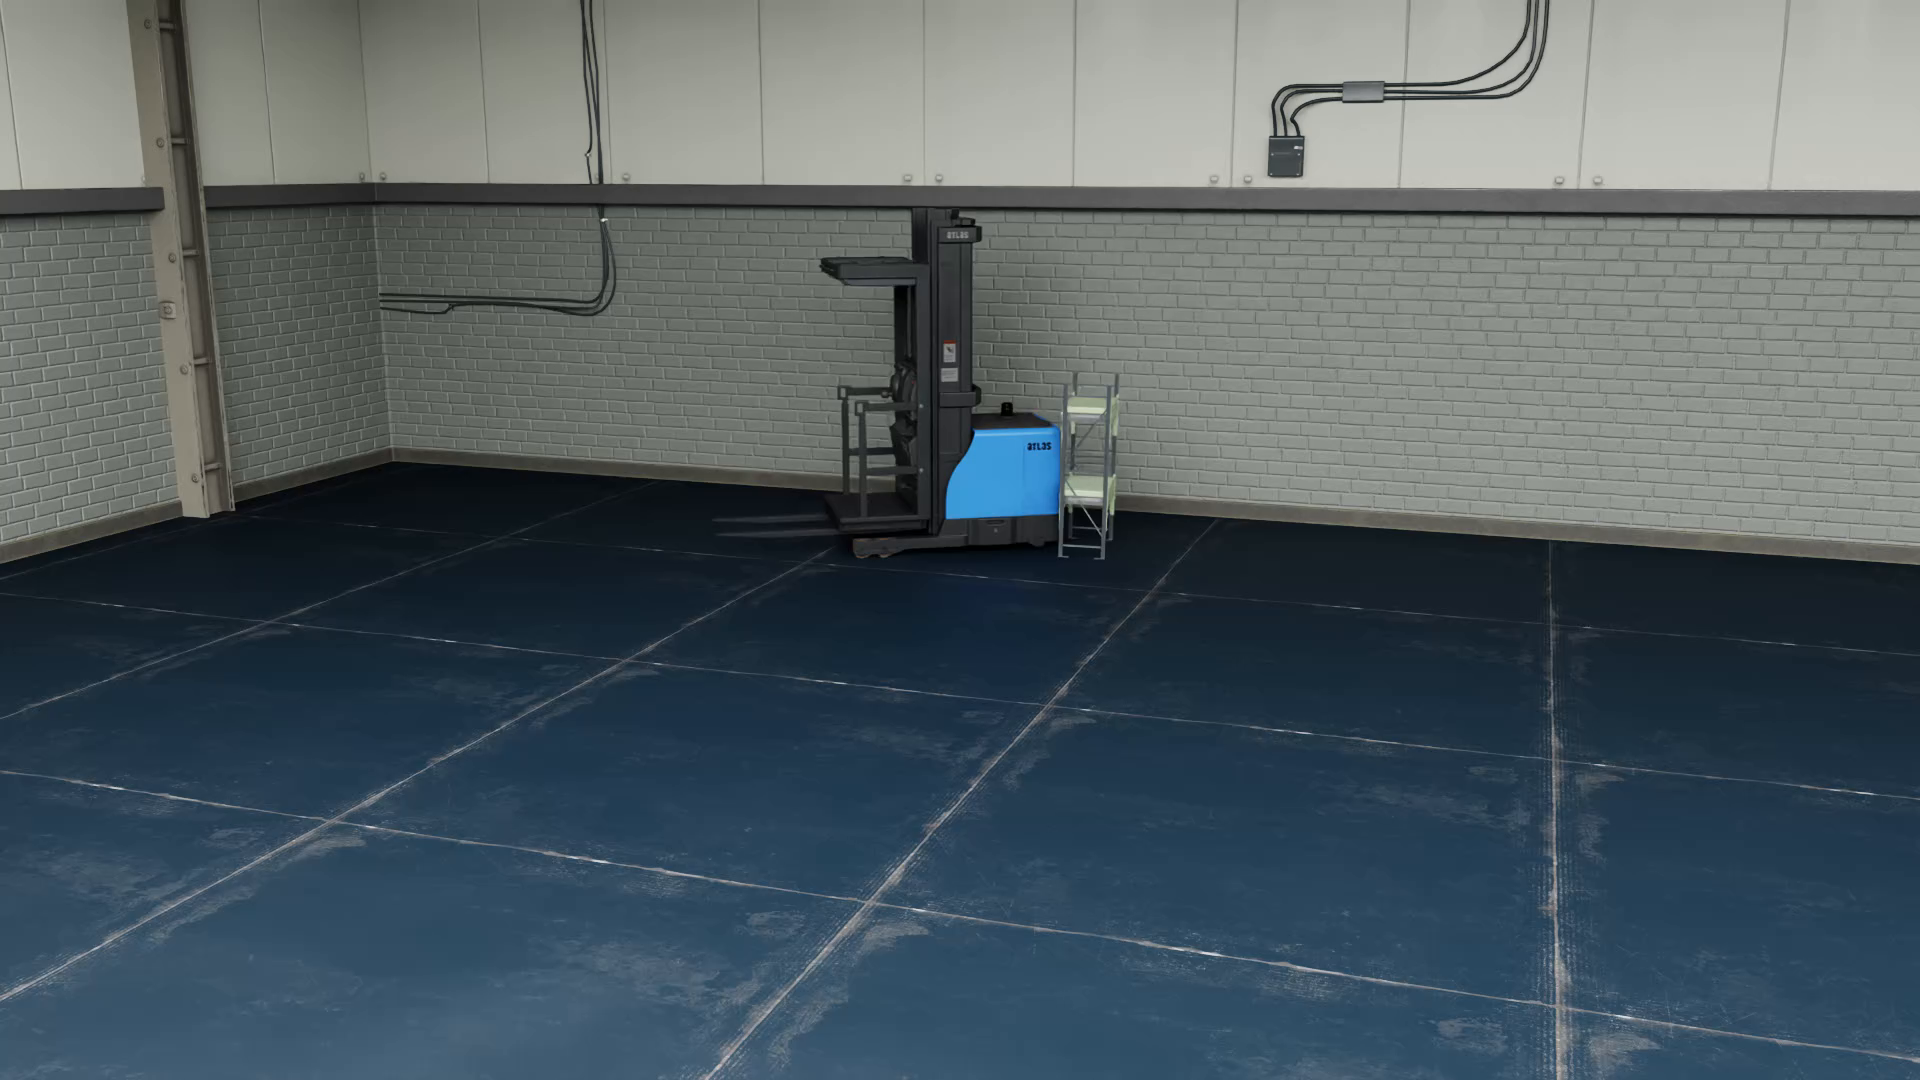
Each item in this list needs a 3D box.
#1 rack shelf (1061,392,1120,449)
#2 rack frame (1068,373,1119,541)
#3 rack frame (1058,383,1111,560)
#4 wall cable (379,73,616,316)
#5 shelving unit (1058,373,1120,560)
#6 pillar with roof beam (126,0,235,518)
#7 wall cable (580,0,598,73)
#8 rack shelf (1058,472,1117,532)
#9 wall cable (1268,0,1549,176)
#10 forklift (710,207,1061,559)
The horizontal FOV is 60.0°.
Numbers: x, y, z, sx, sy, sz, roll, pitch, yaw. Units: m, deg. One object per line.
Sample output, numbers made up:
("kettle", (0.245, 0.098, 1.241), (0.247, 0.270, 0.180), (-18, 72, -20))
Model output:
("rack shelf", (1.130, -1.036, 14.385), (0.431, 0.370, 0.720), (3, 13, 10))
("rack frame", (1.189, -0.736, 14.824), (0.400, 1.500, 0.023), (3, 13, 10))
("rack frame", (1.057, -0.576, 14.123), (0.400, 1.500, 0.023), (3, 13, 10))
("wall cable", (-5.092, -3.661, 17.785), (3.097, 2.526, 0.112), (4, 14, 18))
("shelving unit", (1.123, -0.656, 14.473), (0.431, 1.500, 0.755), (3, 13, 10))
("pillar with roof beam", (-3.223, -4.340, 13.781), (9.100, 9.000, 0.400), (4, 14, 18))
("wall cable", (-2.532, -5.929, 16.370), (3.097, 2.526, 0.112), (4, 14, 18))
("rack shelf", (1.118, -0.339, 14.547), (0.431, 0.370, 0.720), (3, 13, 10))
("wall cable", (3.886, -6.146, 14.052), (2.305, 6.003, 0.169), (4, 14, 18))
("forklift", (-0.673, -1.396, 14.518), (3.031, 2.935, 1.130), (-3, 13, -12))
